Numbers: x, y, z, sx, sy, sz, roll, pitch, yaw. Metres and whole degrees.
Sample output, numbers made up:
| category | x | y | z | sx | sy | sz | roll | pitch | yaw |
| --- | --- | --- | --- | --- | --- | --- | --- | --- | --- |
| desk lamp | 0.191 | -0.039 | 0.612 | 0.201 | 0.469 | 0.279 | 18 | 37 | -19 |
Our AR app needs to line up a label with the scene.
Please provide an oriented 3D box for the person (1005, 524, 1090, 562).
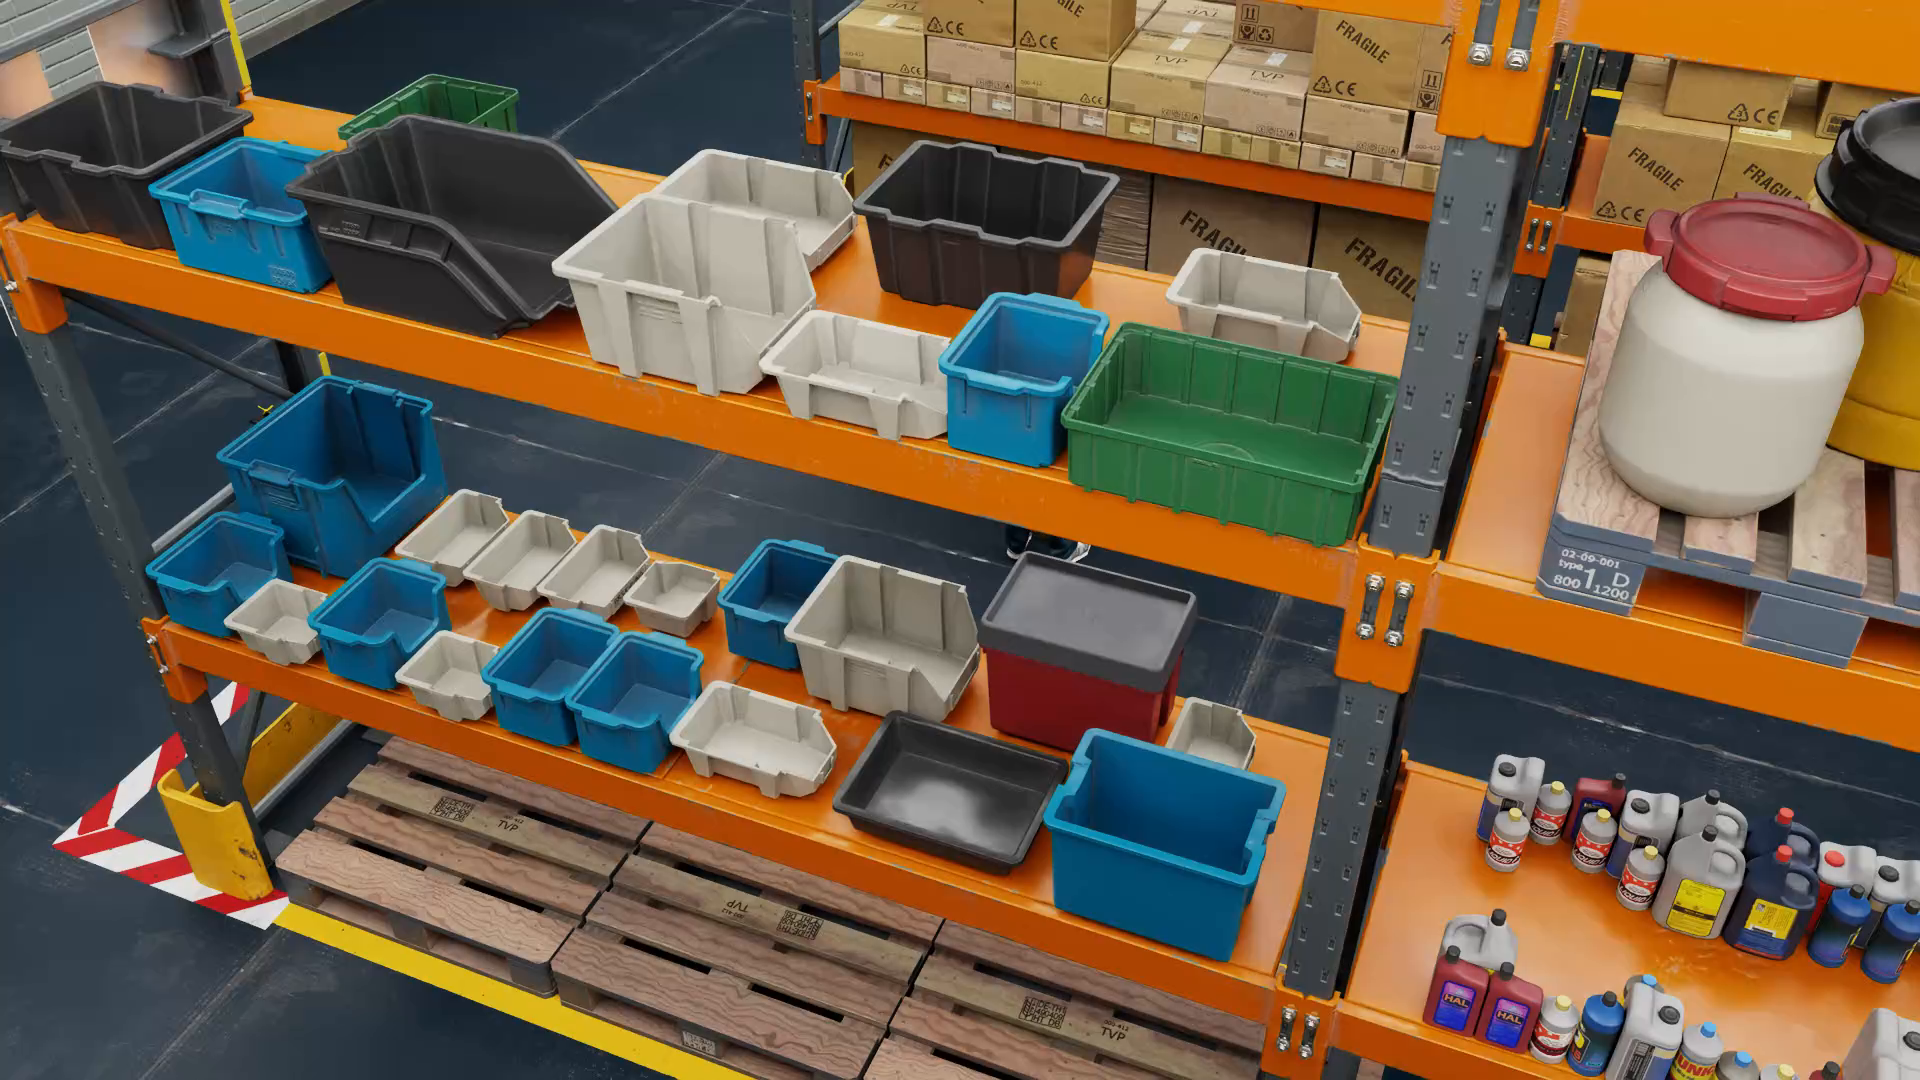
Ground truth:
| category | x | y | z | sx | sy | sz | roll | pitch | yaw |
| --- | --- | --- | --- | --- | --- | --- | --- | --- | --- |
| person | 0.372 | -0.565 | 7.550 | 0.469 | 1.591 | 0.350 | 14 | 40 | 17 |
